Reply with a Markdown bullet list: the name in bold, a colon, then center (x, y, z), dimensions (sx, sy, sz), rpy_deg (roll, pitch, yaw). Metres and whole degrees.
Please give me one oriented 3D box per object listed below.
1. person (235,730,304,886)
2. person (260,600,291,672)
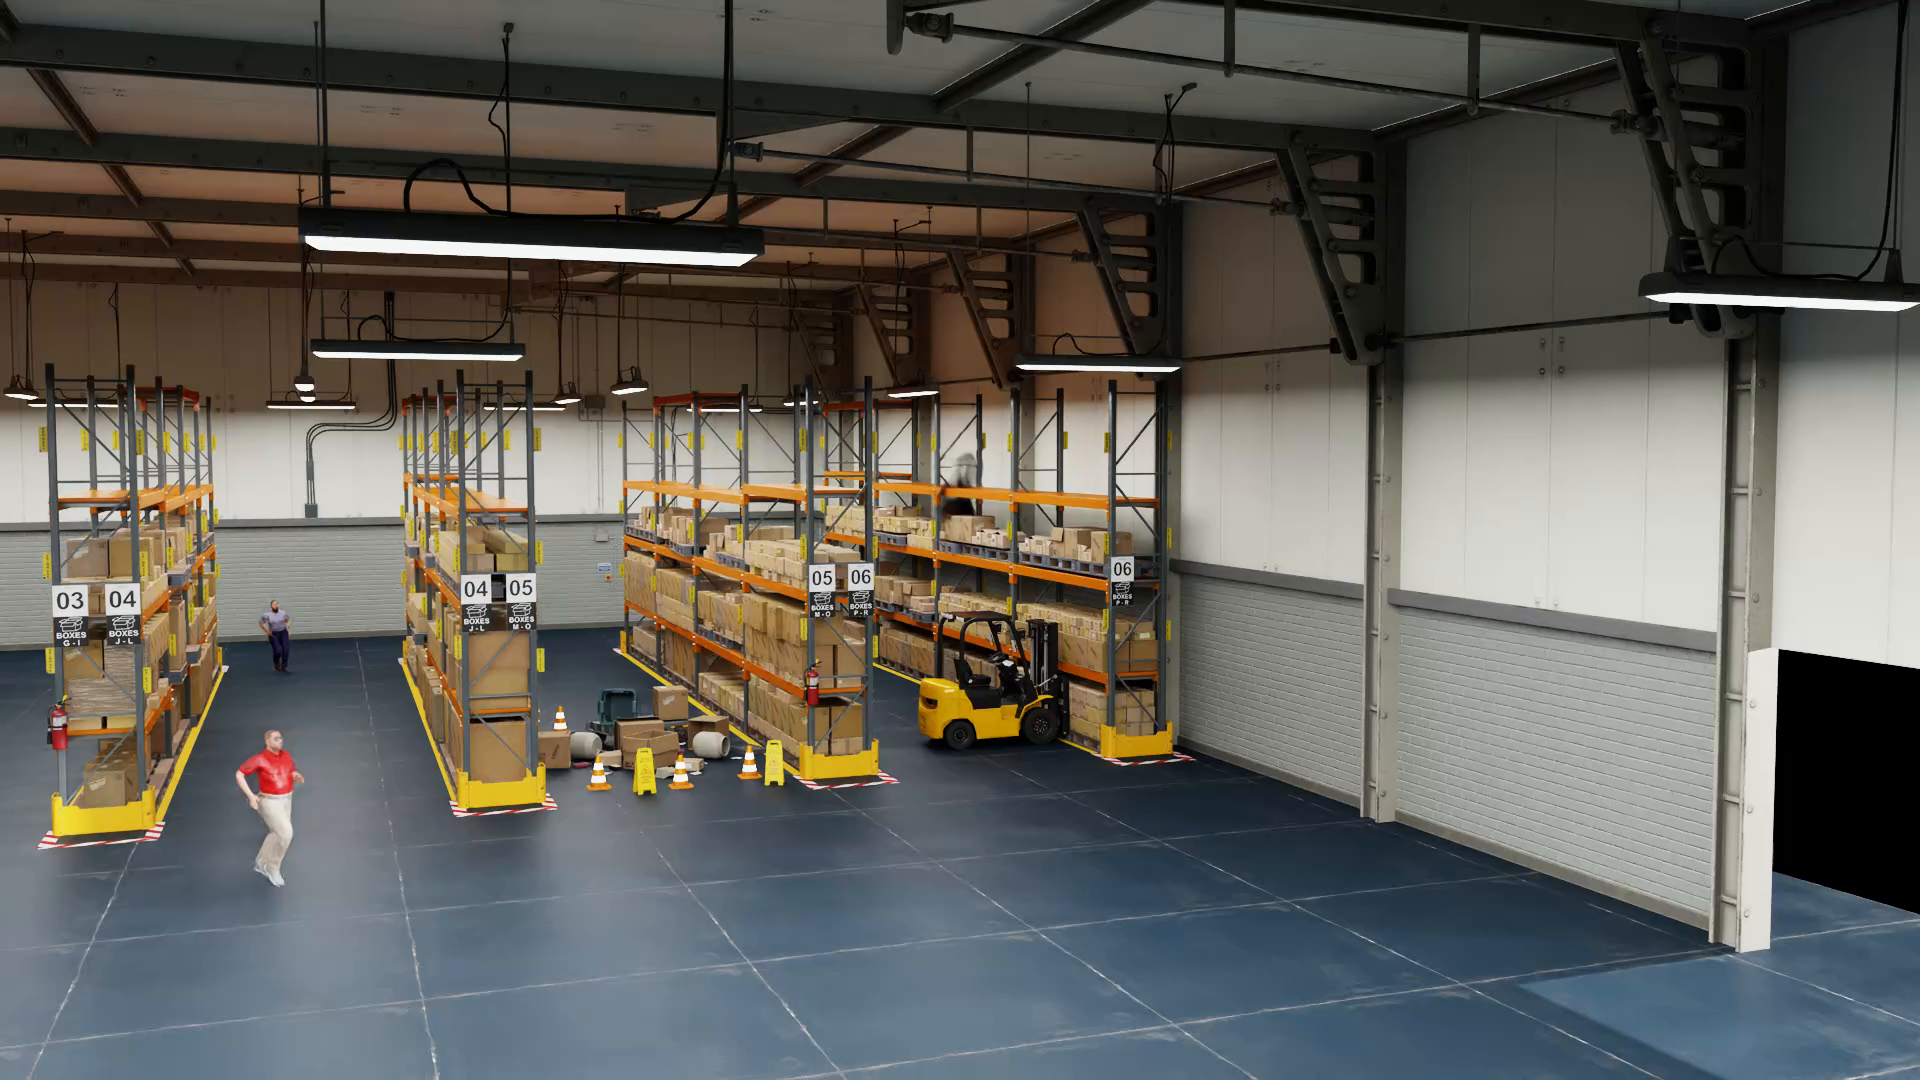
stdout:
- **person**: center (-7.787, 3.046, 18.934), dimensions (0.744, 1.774, 0.635), rpy_deg (1, 3, 16)
- **person**: center (-14.825, 2.107, 36.119), dimensions (0.618, 1.576, 0.566), rpy_deg (-3, 4, -39)
